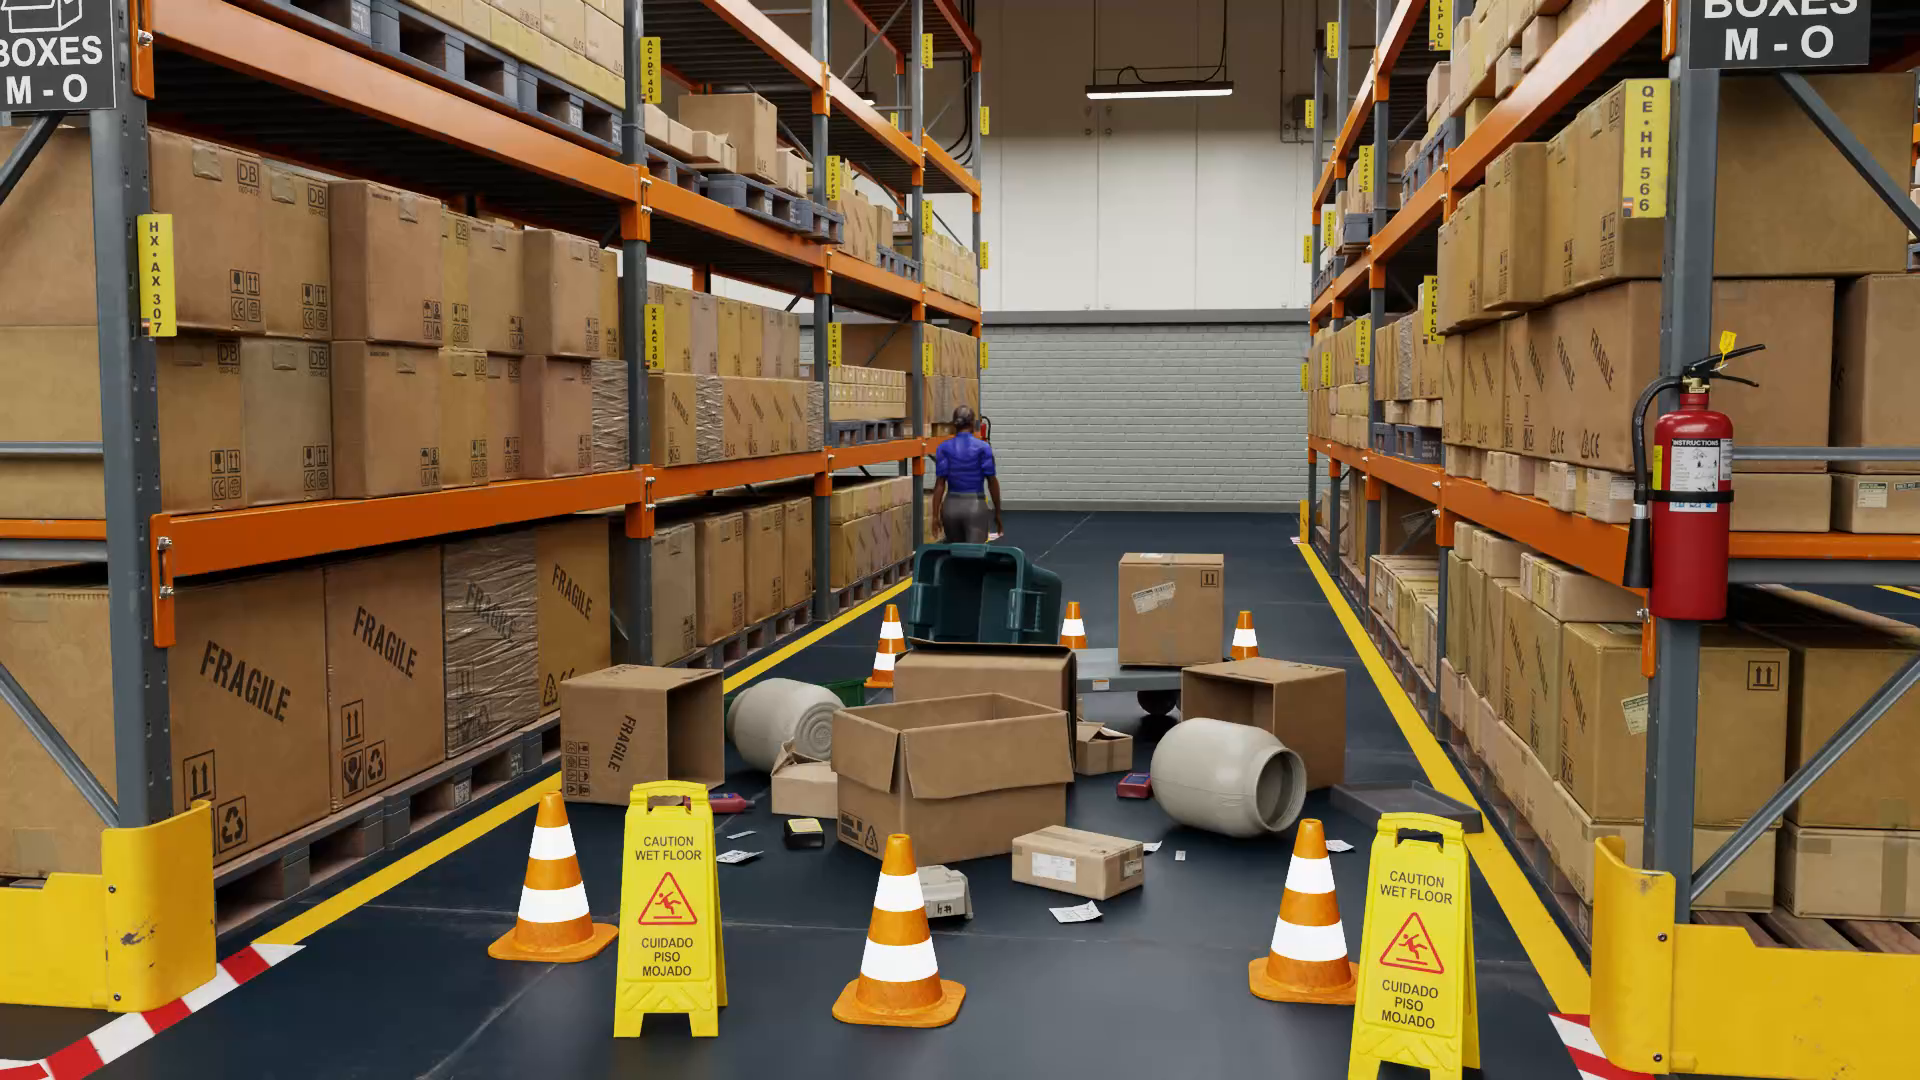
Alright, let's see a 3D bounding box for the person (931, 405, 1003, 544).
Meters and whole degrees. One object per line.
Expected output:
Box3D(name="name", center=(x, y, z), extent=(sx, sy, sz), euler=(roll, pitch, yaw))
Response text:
Box3D(name="person", center=(0.052, -0.198, 12.353), extent=(0.497, 1.611, 0.947), euler=(1, 5, 15))
